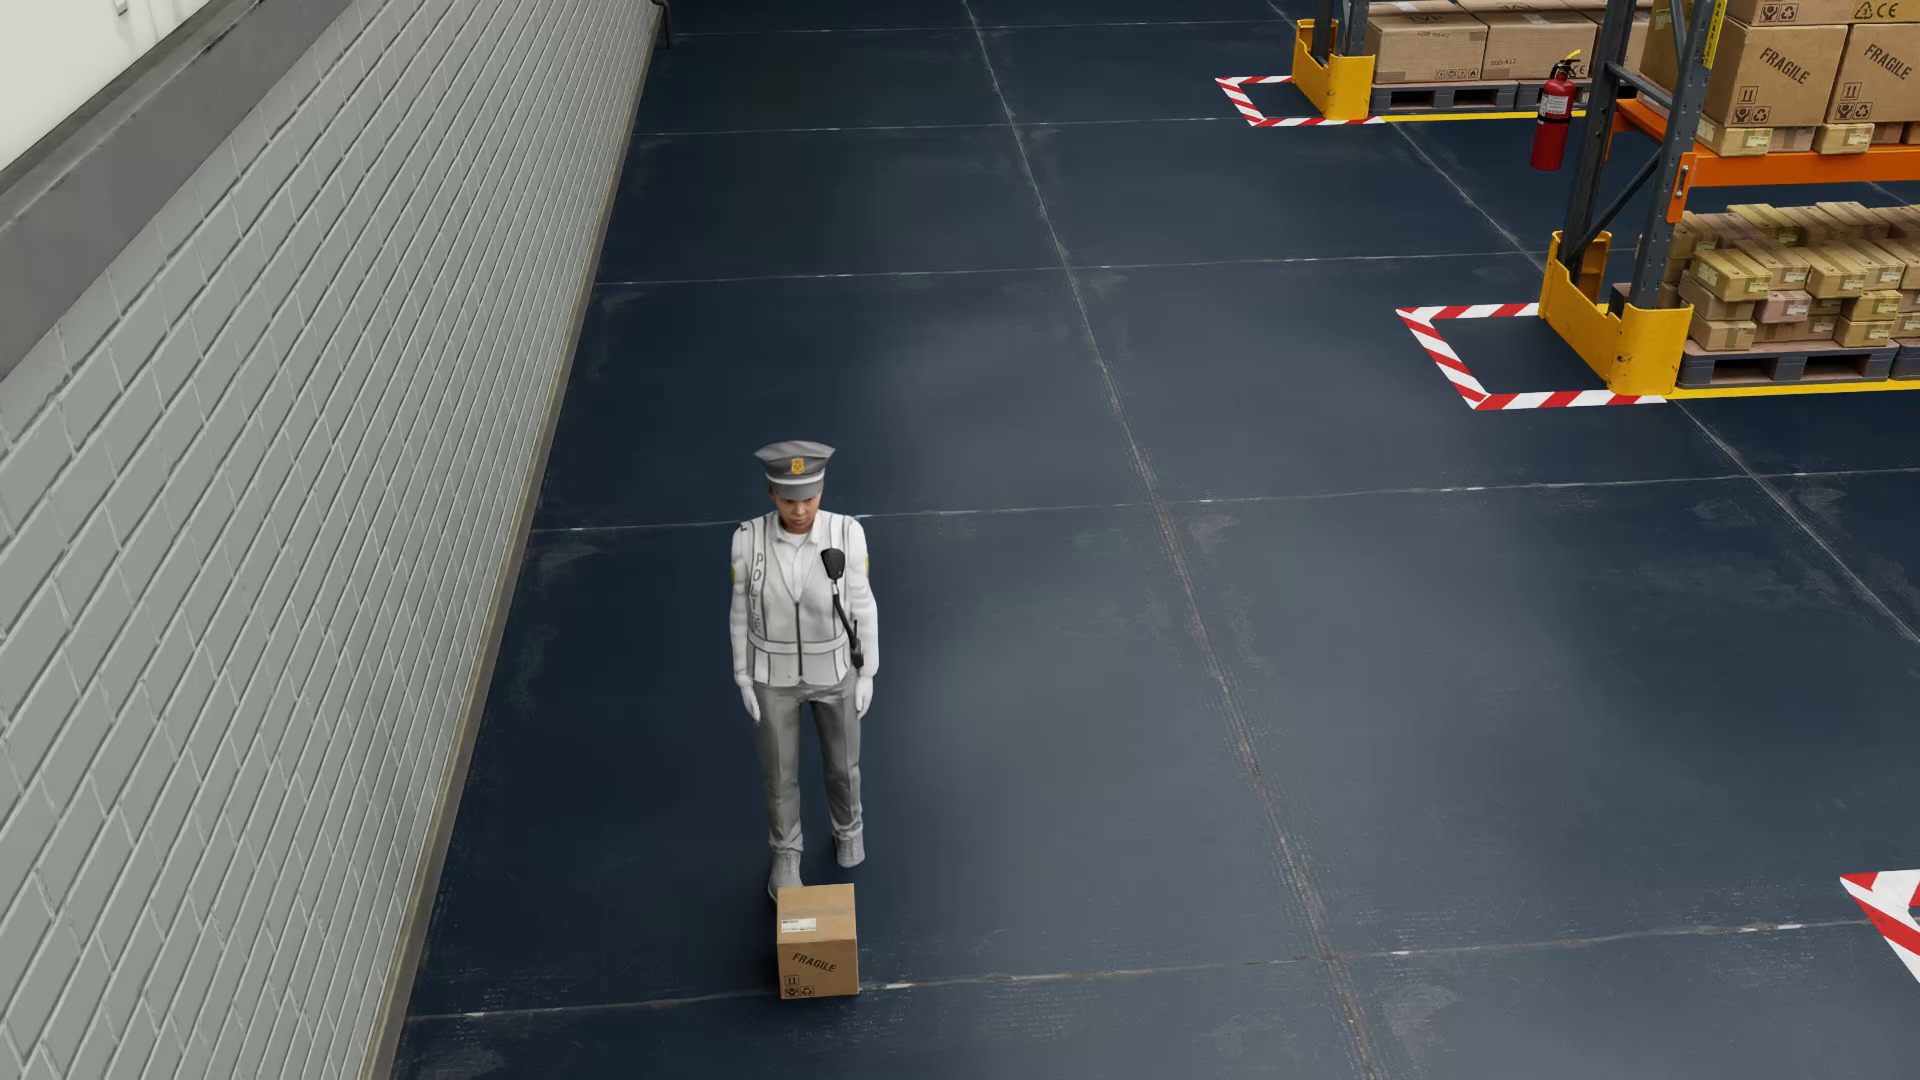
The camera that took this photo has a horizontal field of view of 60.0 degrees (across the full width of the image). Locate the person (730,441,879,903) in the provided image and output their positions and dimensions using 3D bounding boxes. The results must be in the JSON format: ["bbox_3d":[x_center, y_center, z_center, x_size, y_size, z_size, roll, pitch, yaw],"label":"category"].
[{"bbox_3d":[-0.498,0.456,5.418,0.471,1.739,0.391,-2,31,-4],"label":"person"}]
